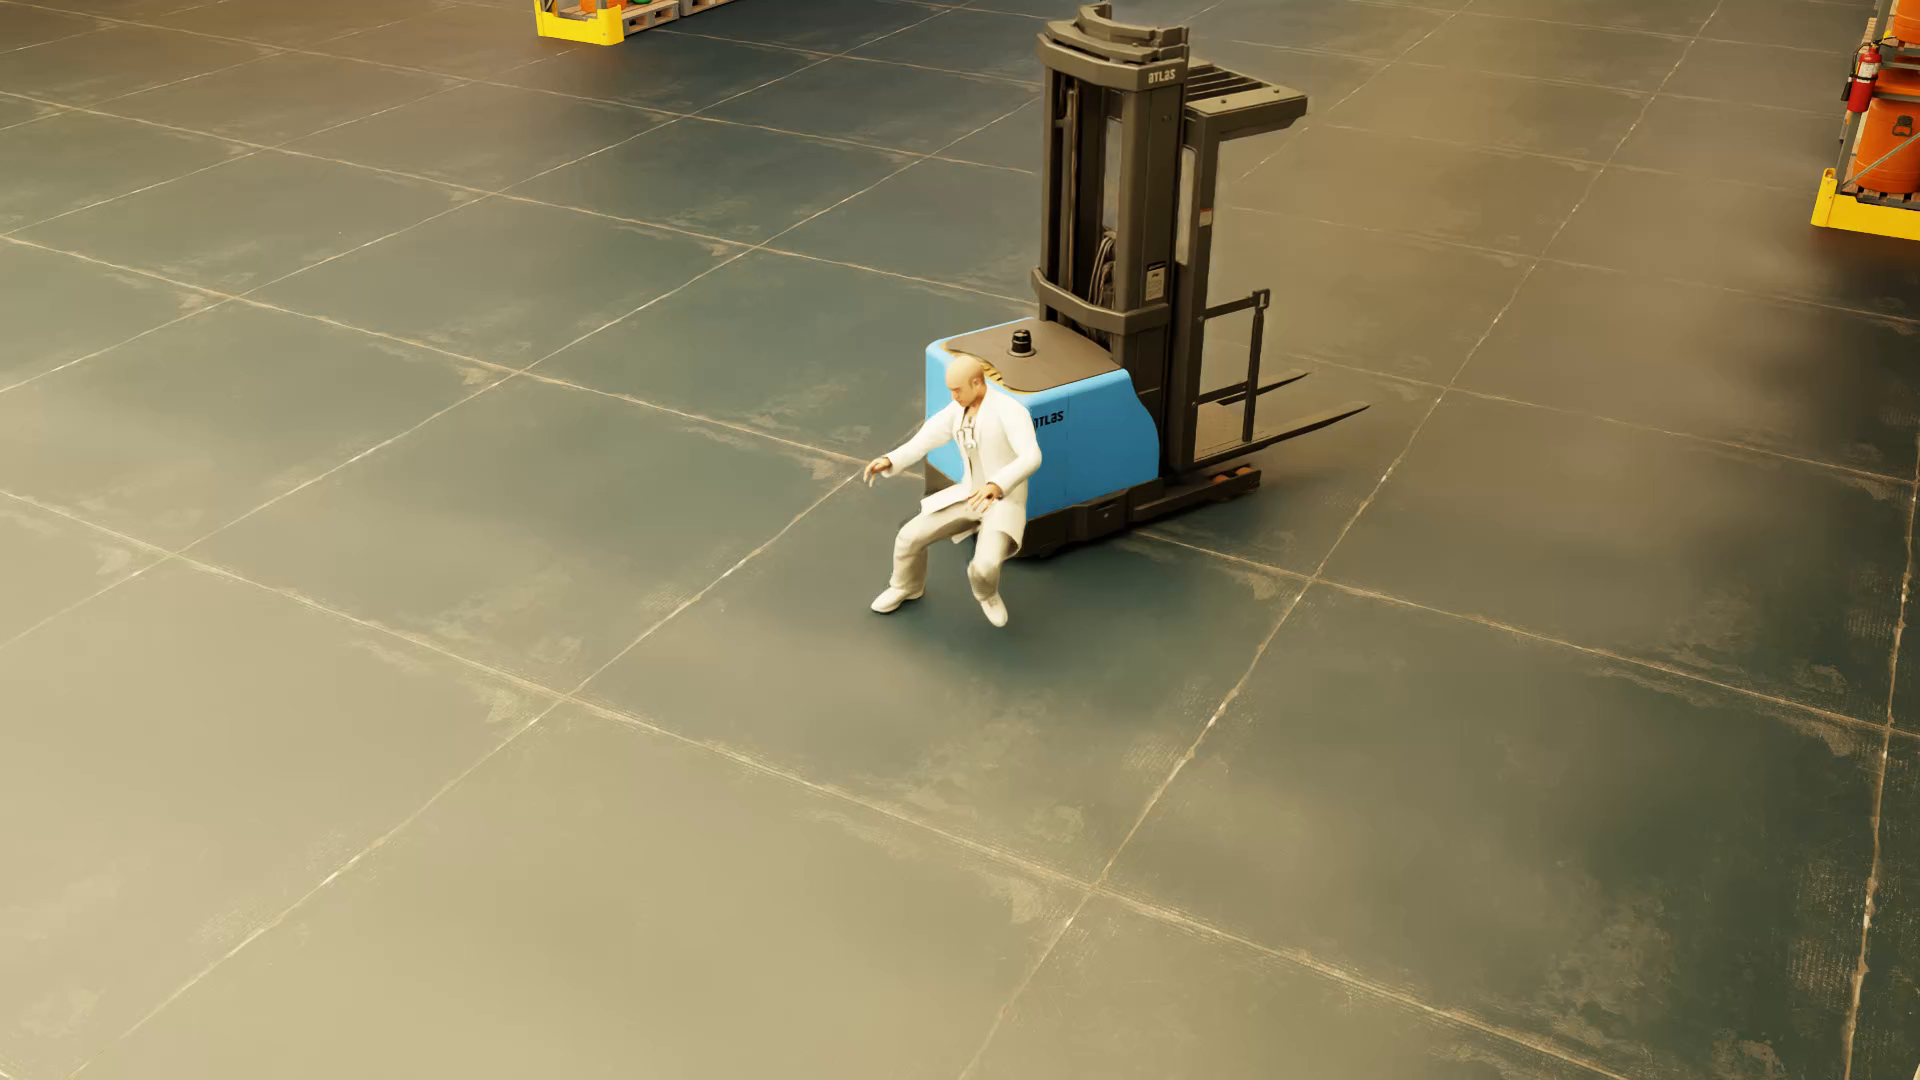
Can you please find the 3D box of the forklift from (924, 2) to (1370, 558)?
[{"bbox_3d":[1.296,-1.712,10.037,3.031,2.935,1.130,-18,34,-28],"label":"forklift"}]

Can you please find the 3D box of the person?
[{"bbox_3d":[-0.051,-0.190,8.793,0.825,1.535,0.898,-26,39,-37],"label":"person"}]
